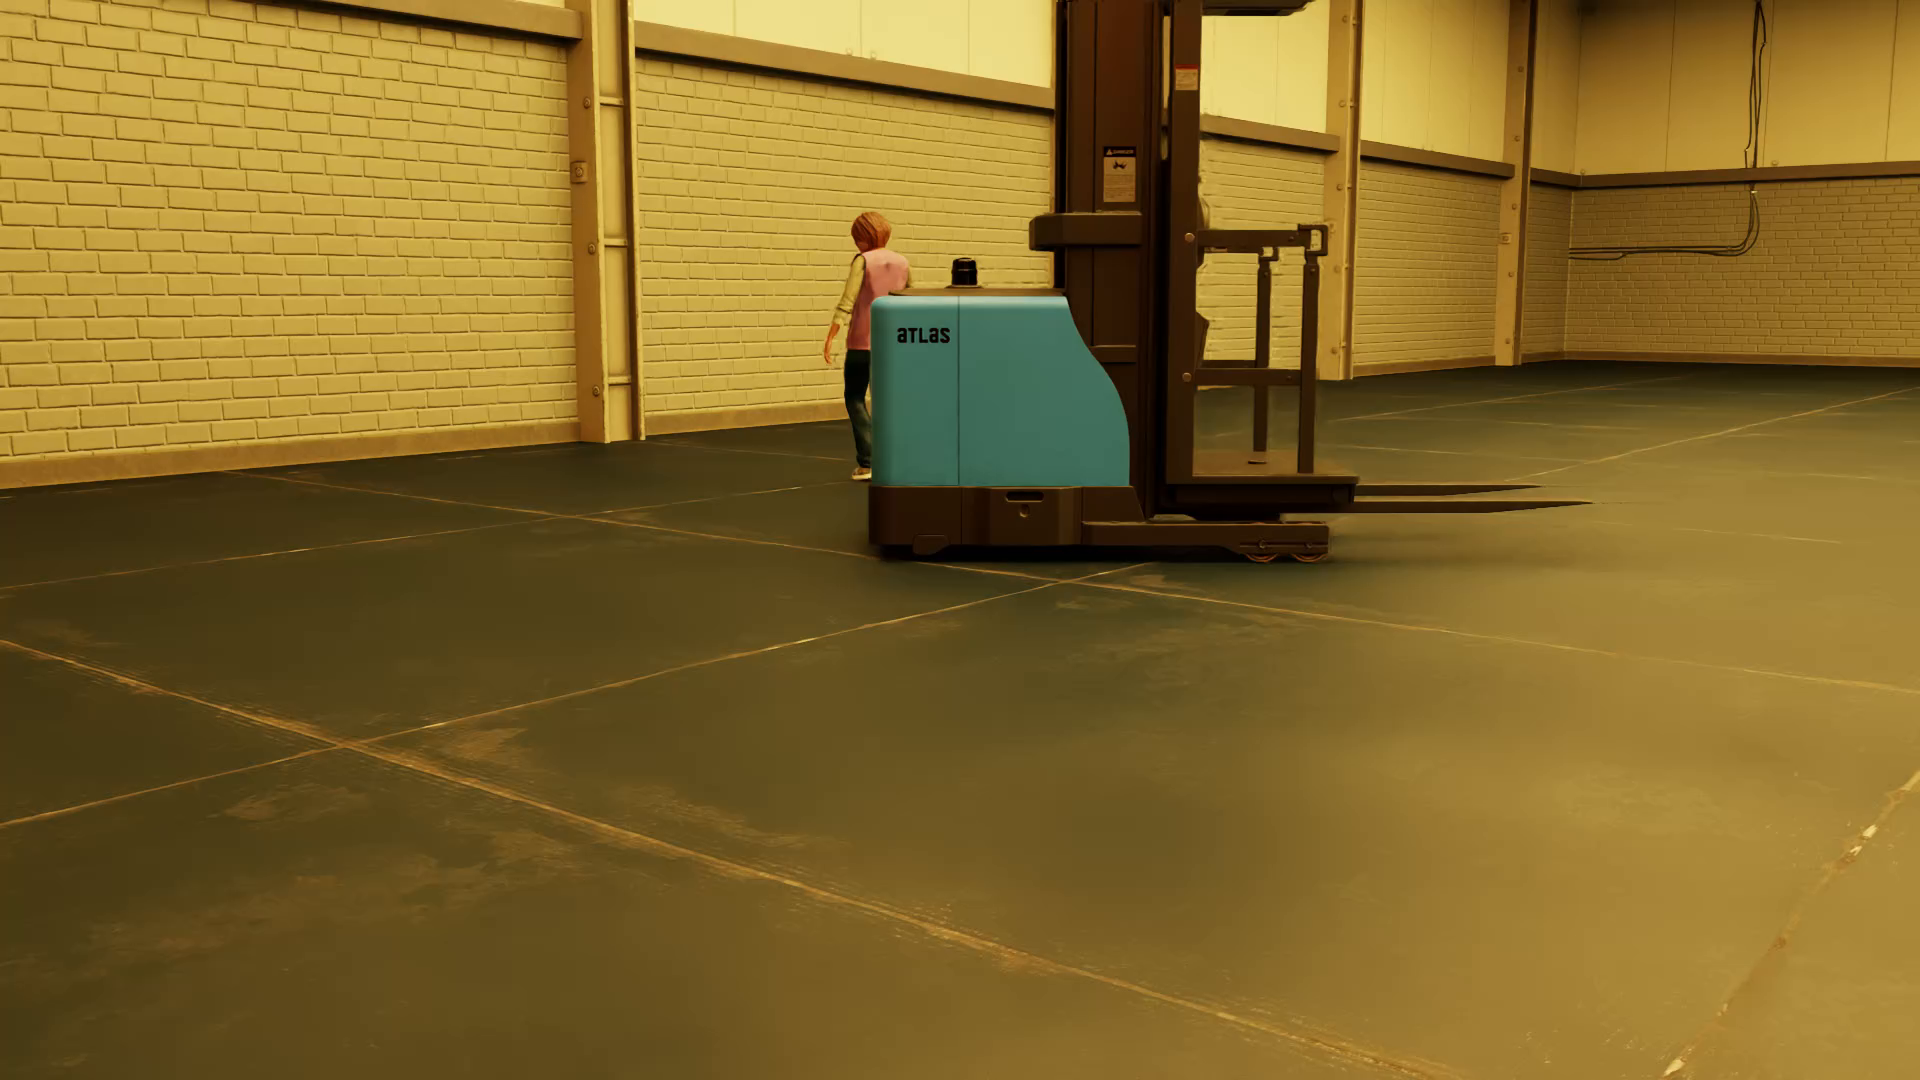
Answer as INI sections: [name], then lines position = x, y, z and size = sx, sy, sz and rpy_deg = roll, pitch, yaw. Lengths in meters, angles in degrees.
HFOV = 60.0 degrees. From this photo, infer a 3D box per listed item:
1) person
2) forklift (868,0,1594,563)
[person]
position = -0.539, -1.119, 9.696
size = 0.623, 1.562, 0.481
rpy_deg = -4, 9, -27
[forklift]
position = 1.135, -1.435, 7.089
size = 3.031, 2.935, 1.130
rpy_deg = 0, 8, 0
